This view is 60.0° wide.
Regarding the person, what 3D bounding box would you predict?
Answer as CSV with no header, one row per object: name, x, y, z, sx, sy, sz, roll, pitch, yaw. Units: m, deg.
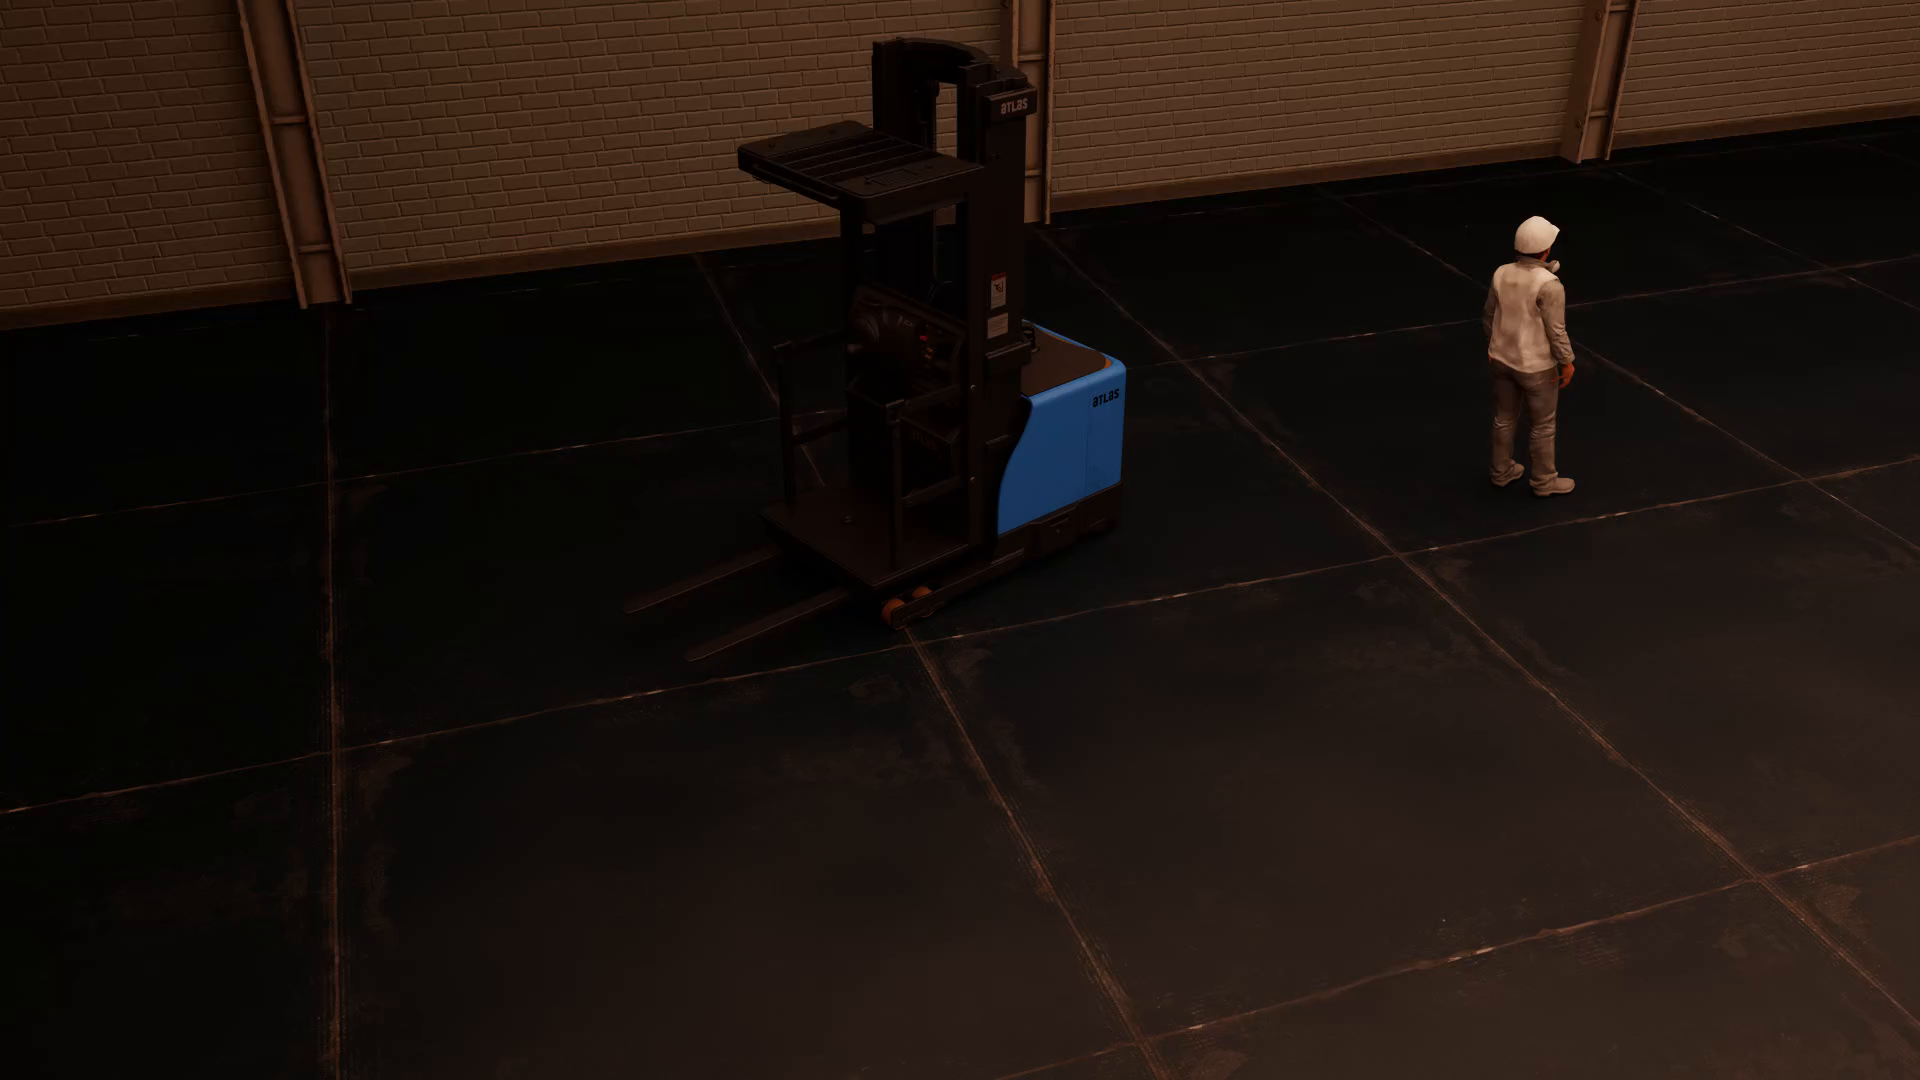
person,3.521,-1.139,10.212,0.568,1.773,0.633,-18,35,-29

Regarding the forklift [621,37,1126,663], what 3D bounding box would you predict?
forklift,-0.461,-1.072,8.951,3.031,2.935,1.130,-23,37,-34
